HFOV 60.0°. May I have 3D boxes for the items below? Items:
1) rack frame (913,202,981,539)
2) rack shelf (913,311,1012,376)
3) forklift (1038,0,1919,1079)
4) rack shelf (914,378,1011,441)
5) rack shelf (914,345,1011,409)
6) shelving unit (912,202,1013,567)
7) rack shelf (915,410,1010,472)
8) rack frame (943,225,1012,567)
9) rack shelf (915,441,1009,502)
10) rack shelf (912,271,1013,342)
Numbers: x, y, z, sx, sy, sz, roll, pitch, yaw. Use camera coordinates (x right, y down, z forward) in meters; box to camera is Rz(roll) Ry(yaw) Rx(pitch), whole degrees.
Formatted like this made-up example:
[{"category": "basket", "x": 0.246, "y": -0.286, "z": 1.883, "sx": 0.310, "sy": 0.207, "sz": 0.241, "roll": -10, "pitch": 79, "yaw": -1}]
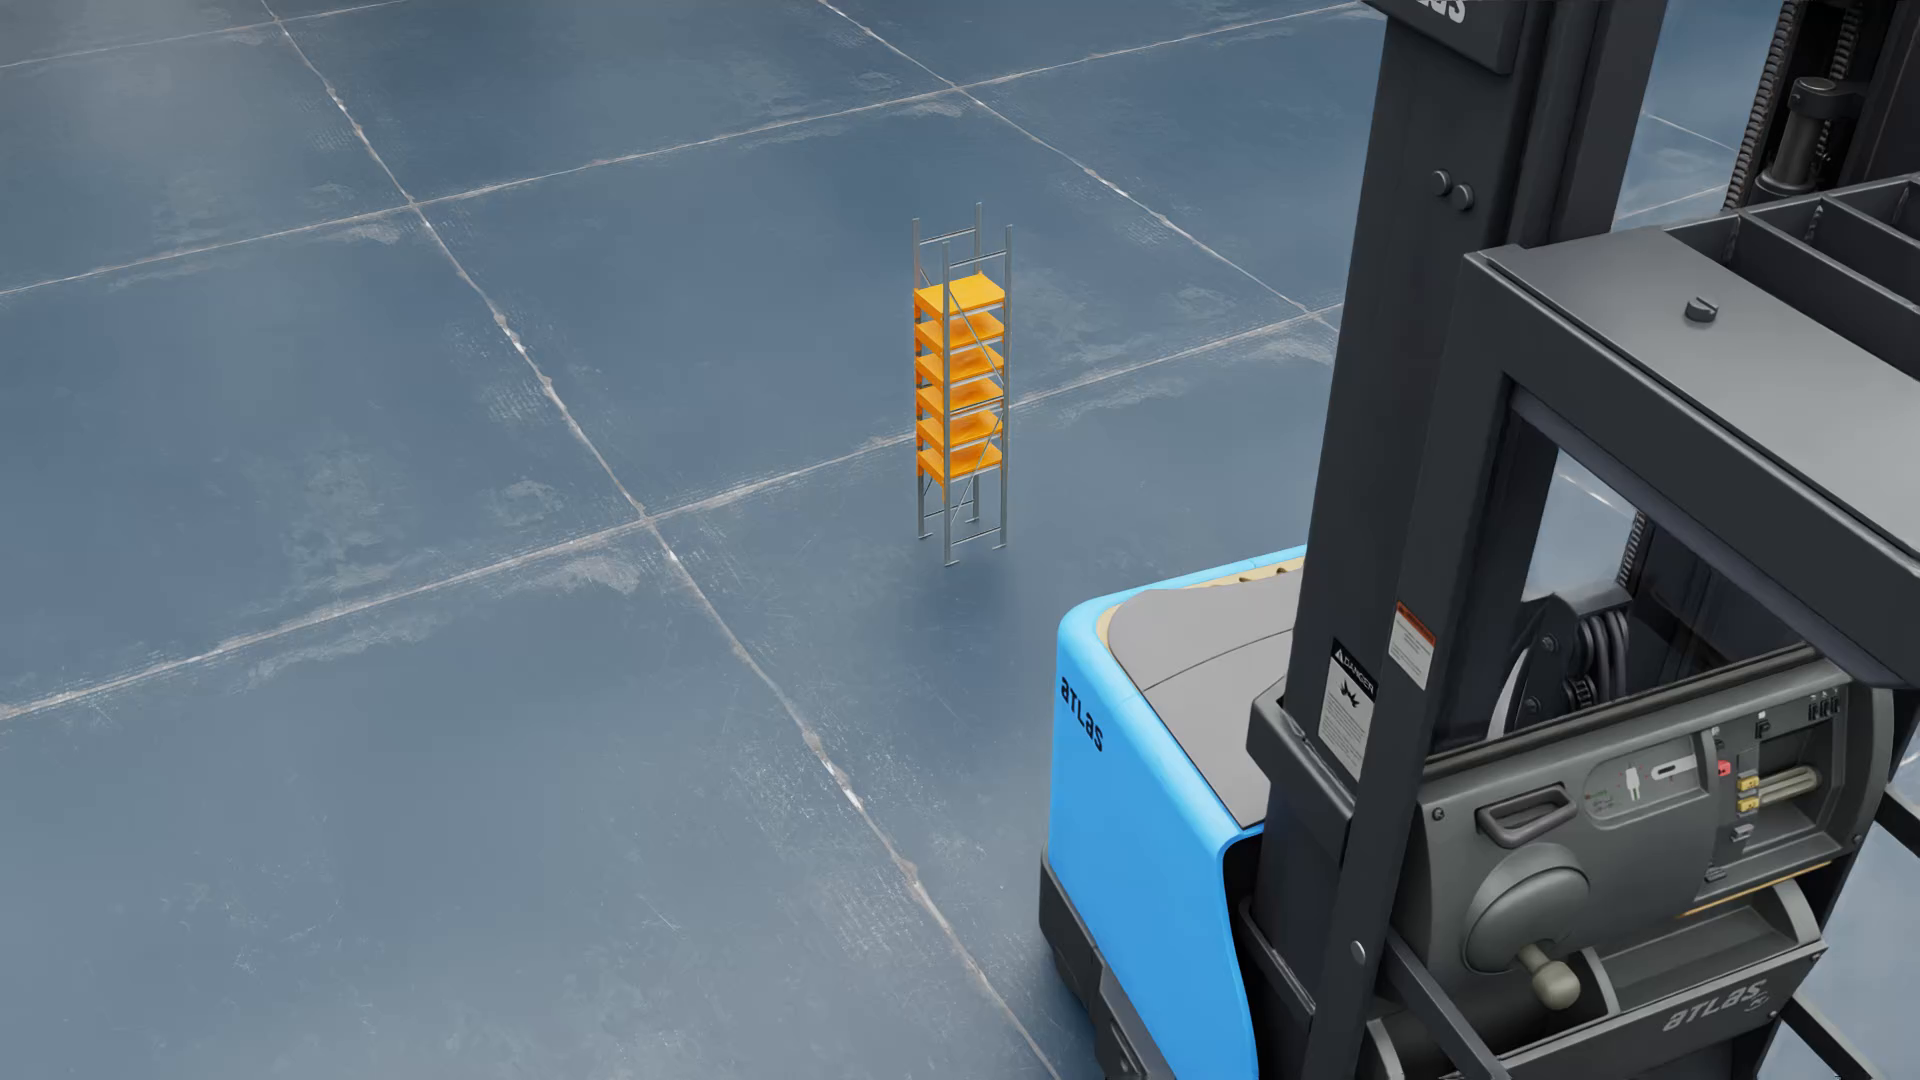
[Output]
[{"category": "rack frame", "x": -0.039, "y": -0.524, "z": 5.450, "sx": 0.240, "sy": 1.200, "sz": 0.006, "roll": -19, "pitch": 40, "yaw": -24}, {"category": "rack shelf", "x": 0.007, "y": -0.635, "z": 5.271, "sx": 0.258, "sy": 0.103, "sz": 0.180, "roll": -19, "pitch": 40, "yaw": -24}, {"category": "forklift", "x": 1.222, "y": 0.532, "z": 2.536, "sx": 1.130, "sy": 2.935, "sz": 3.031, "roll": -13, "pitch": 38, "yaw": -18}, {"category": "rack shelf", "x": 0.007, "y": -0.441, "z": 5.412, "sx": 0.258, "sy": 0.103, "sz": 0.180, "roll": -19, "pitch": 40, "yaw": -24}, {"category": "rack shelf", "x": 0.007, "y": -0.538, "z": 5.341, "sx": 0.258, "sy": 0.103, "sz": 0.180, "roll": -19, "pitch": 40, "yaw": -24}, {"category": "shelving unit", "x": 0.007, "y": -0.477, "z": 5.386, "sx": 0.258, "sy": 1.200, "sz": 0.189, "roll": -19, "pitch": 40, "yaw": -24}, {"category": "rack shelf", "x": 0.007, "y": -0.344, "z": 5.483, "sx": 0.258, "sy": 0.103, "sz": 0.180, "roll": -19, "pitch": 40, "yaw": -24}, {"category": "rack frame", "x": 0.053, "y": -0.430, "z": 5.322, "sx": 0.240, "sy": 1.200, "sz": 0.006, "roll": -19, "pitch": 40, "yaw": -24}, {"category": "rack shelf", "x": 0.007, "y": -0.247, "z": 5.554, "sx": 0.258, "sy": 0.103, "sz": 0.180, "roll": -19, "pitch": 40, "yaw": -24}, {"category": "rack shelf", "x": 0.007, "y": -0.732, "z": 5.200, "sx": 0.258, "sy": 0.103, "sz": 0.180, "roll": -19, "pitch": 40, "yaw": -24}]
